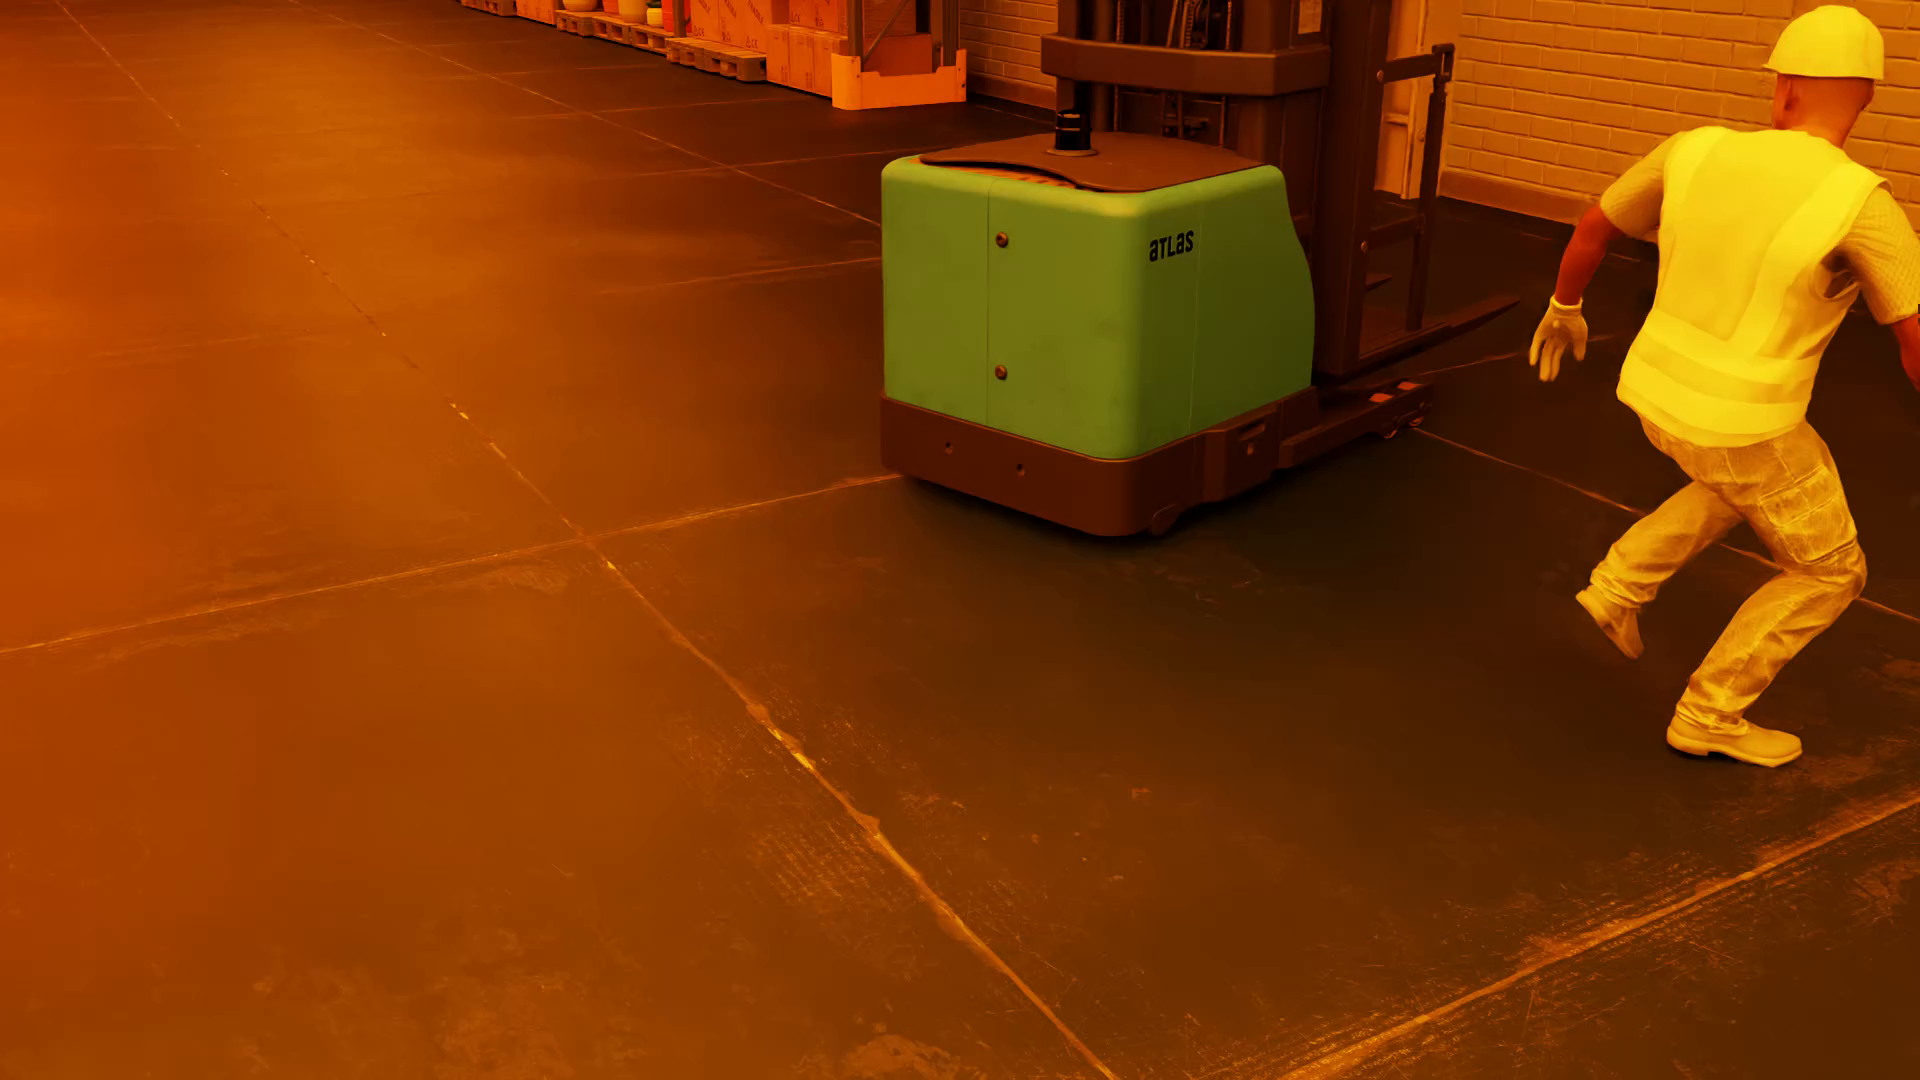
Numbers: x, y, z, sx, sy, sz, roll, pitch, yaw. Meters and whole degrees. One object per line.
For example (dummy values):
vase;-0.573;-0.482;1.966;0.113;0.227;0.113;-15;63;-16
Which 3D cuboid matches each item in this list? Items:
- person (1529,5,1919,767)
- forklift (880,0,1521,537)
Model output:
person;1.783;-0.337;3.768;0.625;1.676;0.849;-5;23;-13
forklift;1.106;-1.839;5.754;1.130;2.935;3.031;19;29;39
